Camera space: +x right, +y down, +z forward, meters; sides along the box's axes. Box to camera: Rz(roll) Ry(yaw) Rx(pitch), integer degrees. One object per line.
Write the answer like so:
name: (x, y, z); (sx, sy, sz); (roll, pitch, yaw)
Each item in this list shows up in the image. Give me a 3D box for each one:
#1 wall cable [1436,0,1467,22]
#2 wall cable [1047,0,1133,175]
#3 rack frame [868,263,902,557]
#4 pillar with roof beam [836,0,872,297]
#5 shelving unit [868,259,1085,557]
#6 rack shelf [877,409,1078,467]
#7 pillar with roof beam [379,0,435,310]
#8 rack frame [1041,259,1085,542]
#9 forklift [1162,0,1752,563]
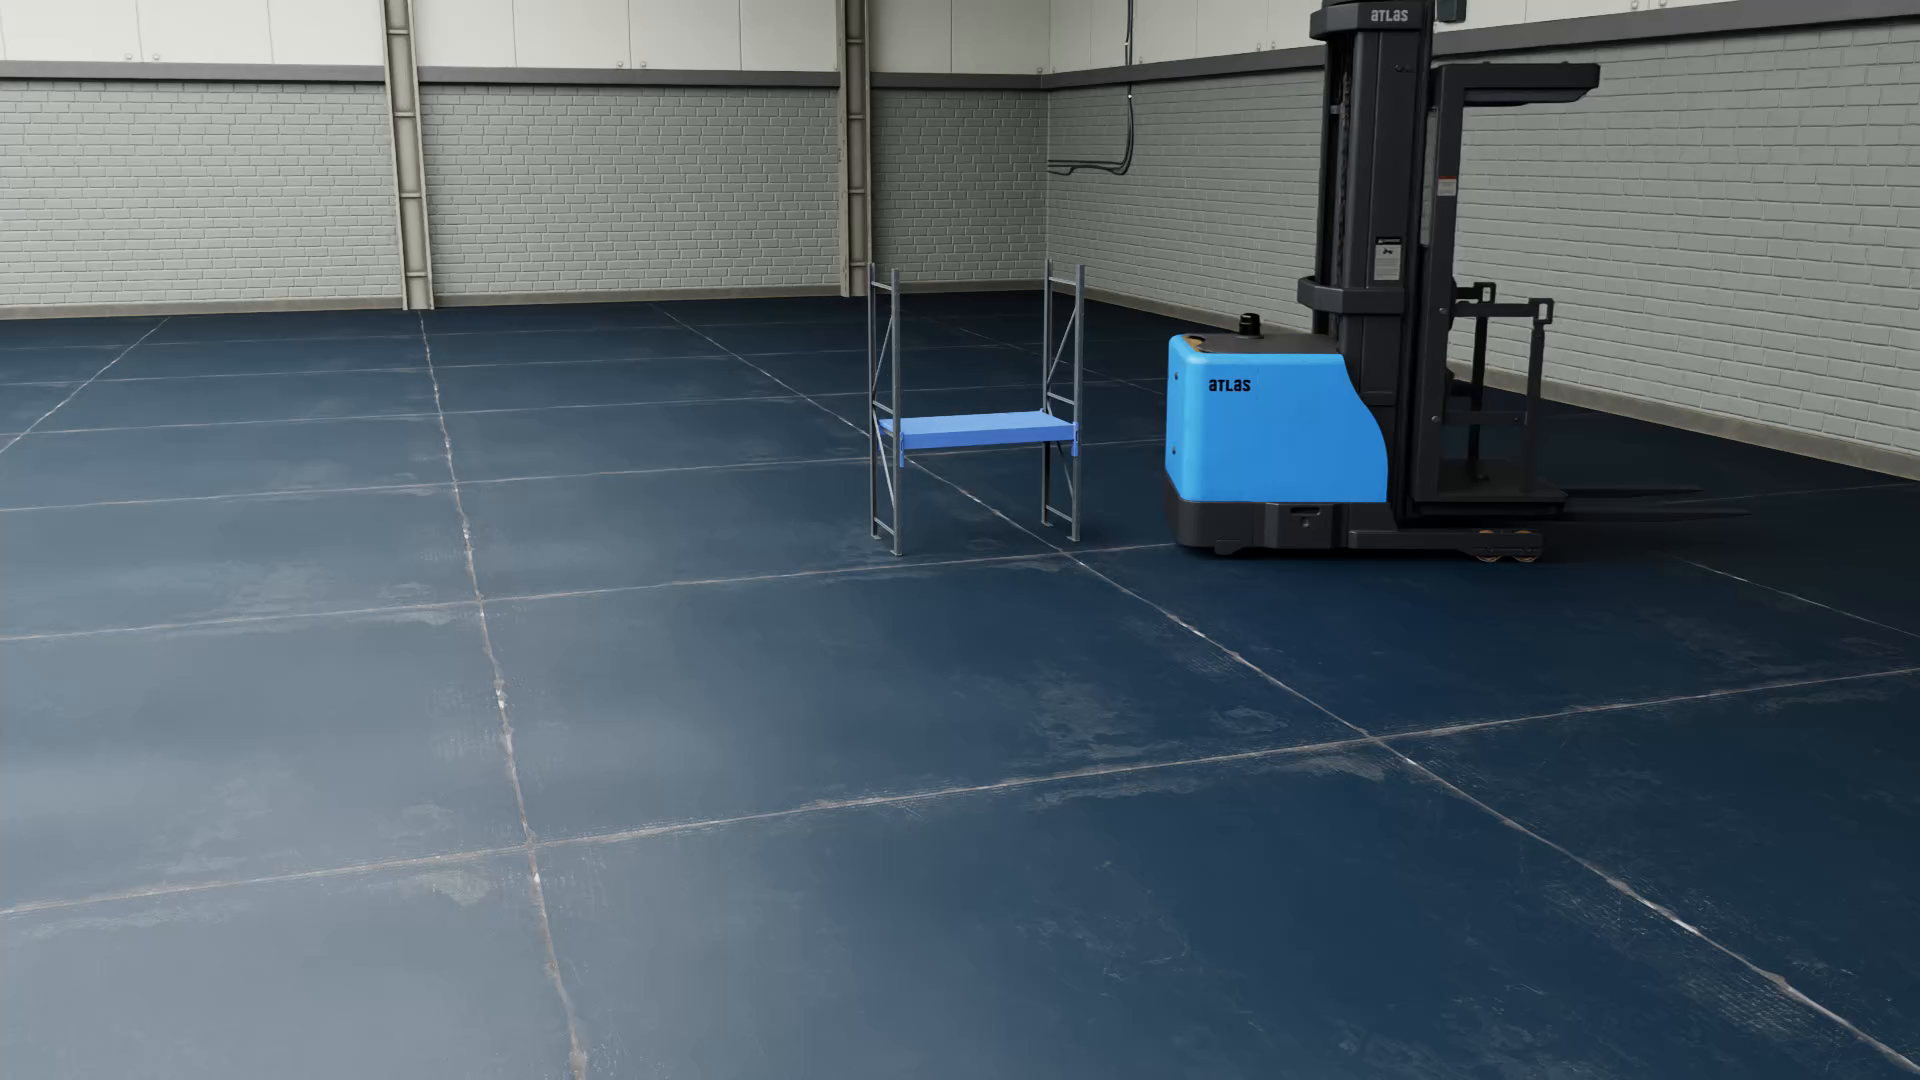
wall cable: (4.737, -7.389, 13.411); (0.169, 6.003, 2.305); (-4, 14, -18)
wall cable: (1.725, -6.307, 22.922); (0.112, 2.526, 3.097); (-4, 14, -18)
rack frame: (-0.401, -0.698, 8.838); (0.032, 1.500, 0.500); (-4, 14, -18)
pillar with roof beam: (-0.116, -6.946, 18.898); (0.400, 9.000, 9.100); (-4, 14, -18)
shelving unit: (0.081, -0.736, 8.996); (1.048, 1.500, 0.538); (-4, 14, -18)
rack shelf: (0.081, -0.561, 9.037); (1.000, 0.185, 0.538); (-4, 14, -18)
pillar with roof beam: (-5.803, -6.503, 17.037); (0.400, 9.000, 9.100); (-4, 14, -18)
rack frame: (0.563, -0.773, 9.153); (0.032, 1.500, 0.500); (-4, 14, -18)
forklift: (2.672, -1.434, 8.836); (3.031, 2.935, 1.130); (0, 13, 1)
